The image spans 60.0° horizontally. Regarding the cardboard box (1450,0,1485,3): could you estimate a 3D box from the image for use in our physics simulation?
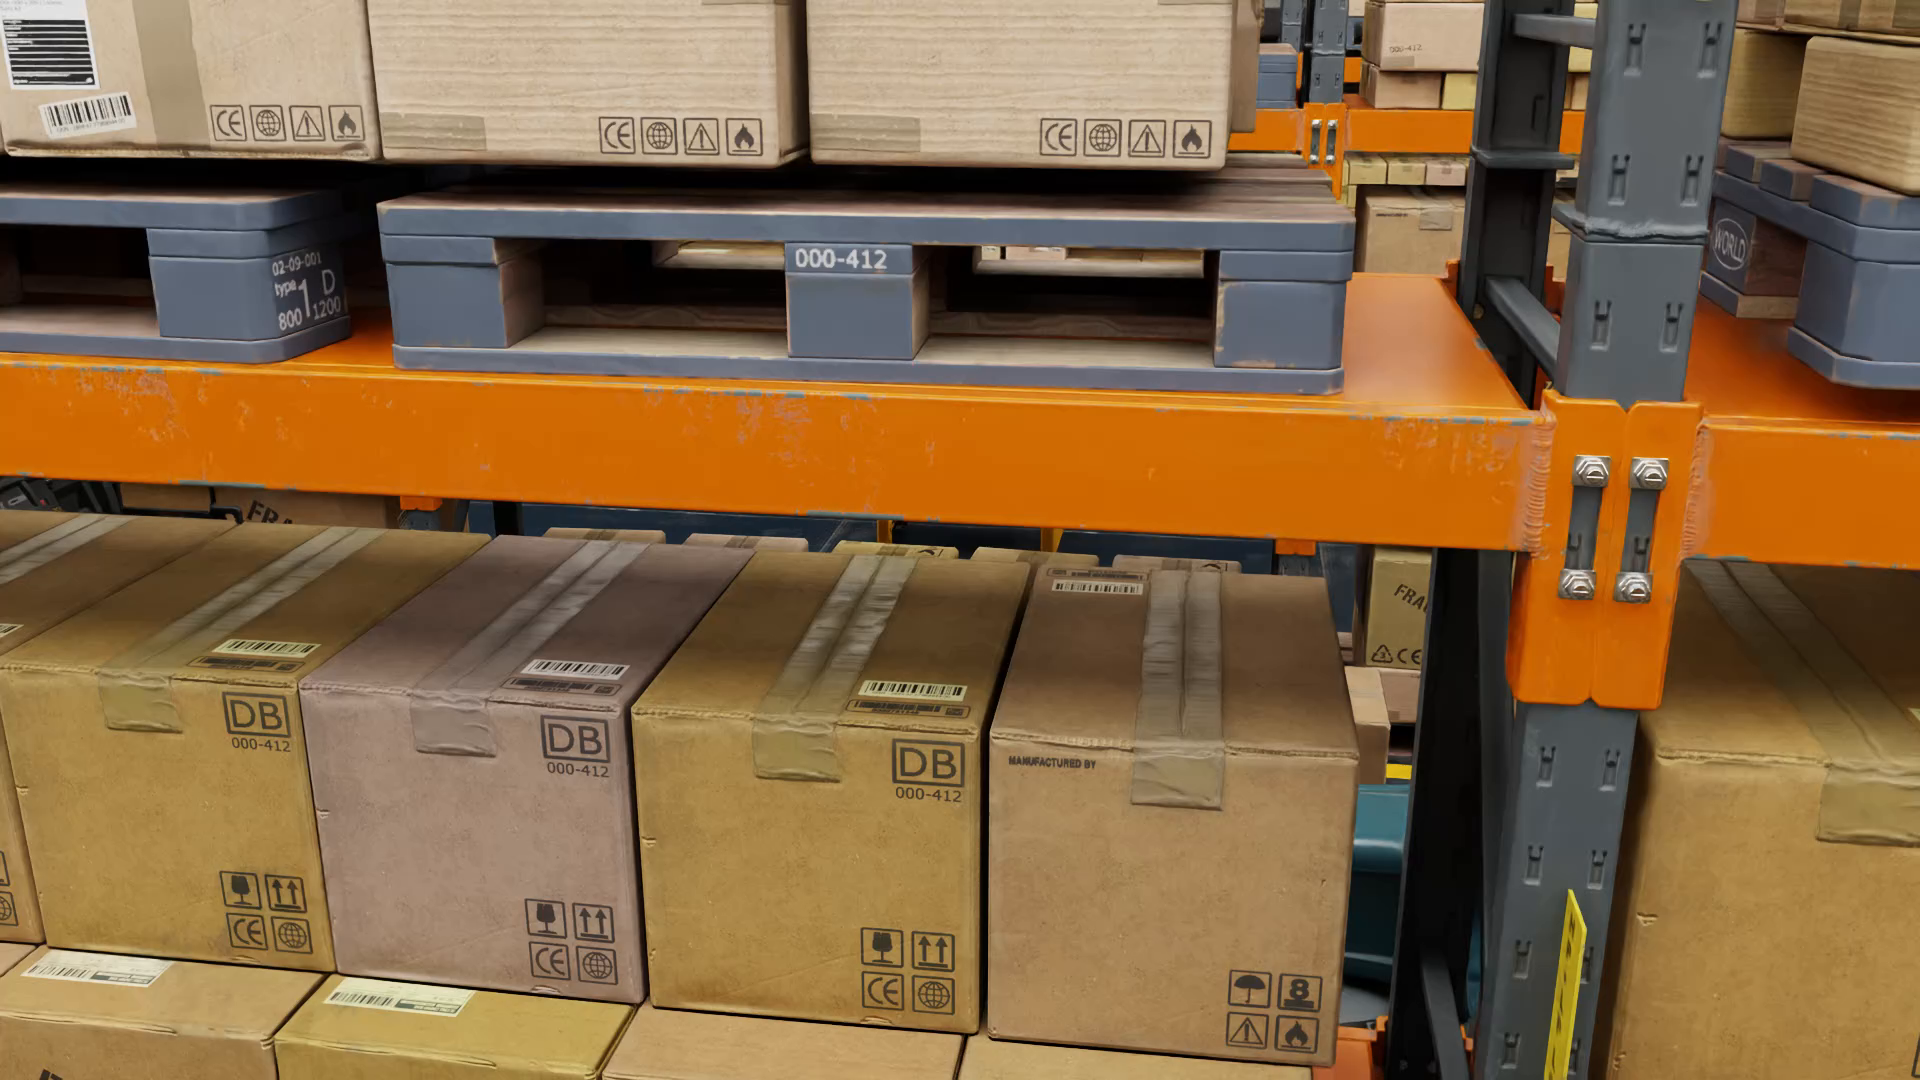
[{"bbox_3d":[2.034,-2.172,6.480,0.250,0.149,0.380,3,19,10],"label":"cardboard box"}]

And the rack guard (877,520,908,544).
[{"bbox_3d":[-0.416,-0.140,10.327,0.087,0.250,0.587,3,19,9],"label":"rack guard"}]

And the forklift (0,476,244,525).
[{"bbox_3d":[-3.169,-0.087,5.943,3.031,2.935,1.130,3,19,9],"label":"forklift"}]

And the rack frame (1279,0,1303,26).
[{"bbox_3d":[2.297,-5.013,11.104,0.127,3.000,1.000,3,19,9],"label":"rack frame"}]

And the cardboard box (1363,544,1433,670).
[{"bbox_3d":[2.053,0.251,7.317,0.500,0.500,0.500,4,19,11],"label":"cardboard box"}]

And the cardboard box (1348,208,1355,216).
[{"bbox_3d":[2.694,-2.111,11.728,0.500,0.500,0.500,2,19,7],"label":"cardboard box"}]

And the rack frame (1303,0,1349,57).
[{"bbox_3d":[1.513,-3.458,6.455,0.127,3.000,1.000,3,19,9],"label":"rack frame"}]

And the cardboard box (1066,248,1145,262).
[{"bbox_3d":[0.531,-0.976,7.206,0.500,0.500,0.500,3,19,9],"label":"cardboard box"}]

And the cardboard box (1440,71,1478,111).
[{"bbox_3d":[2.031,-1.792,6.601,0.250,0.149,0.380,3,19,9],"label":"cardboard box"}]

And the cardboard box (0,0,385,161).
[{"bbox_3d":[-0.938,-0.703,2.271,0.500,0.311,0.500,2,19,7],"label":"cardboard box"}]

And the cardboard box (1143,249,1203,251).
[{"bbox_3d":[1.096,-1.114,7.617,0.500,0.500,0.500,3,19,10],"label":"cardboard box"}]

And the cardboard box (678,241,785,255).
[{"bbox_3d":[-0.987,-1.058,7.450,0.500,0.500,0.500,3,19,10],"label":"cardboard box"}]

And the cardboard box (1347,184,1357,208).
[{"bbox_3d":[2.826,-2.412,11.605,0.250,0.149,0.380,3,19,10],"label":"cardboard box"}]

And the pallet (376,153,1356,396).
[{"bbox_3d":[-0.085,-0.419,2.404,1.217,0.209,0.805,2,19,6],"label":"pallet"}]

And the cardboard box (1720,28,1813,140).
[{"bbox_3d":[1.238,-0.689,2.483,0.250,0.149,0.380,3,19,8],"label":"cardboard box"}]

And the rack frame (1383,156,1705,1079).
[{"bbox_3d":[0.828,0.943,2.757,0.127,3.000,1.000,3,19,9],"label":"rack frame"}]

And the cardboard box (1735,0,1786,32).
[{"bbox_3d":[1.355,-0.852,2.342,0.500,0.250,0.500,3,19,8],"label":"cardboard box"}]

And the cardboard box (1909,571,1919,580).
[{"bbox_3d":[1.748,0.380,2.501,0.550,0.550,0.875,3,19,9],"label":"cardboard box"}]

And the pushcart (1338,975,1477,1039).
[{"bbox_3d":[1.201,1.347,5.681,0.936,0.377,1.648,-3,19,-10],"label":"pushcart"}]

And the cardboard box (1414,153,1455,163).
[{"bbox_3d":[3.422,-2.715,12.042,0.250,0.149,0.380,3,19,8],"label":"cardboard box"}]

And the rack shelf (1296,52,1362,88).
[{"bbox_3d":[4.272,-3.149,11.393,4.000,0.370,1.077,3,19,9],"label":"rack shelf"}]

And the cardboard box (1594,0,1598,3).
[{"bbox_3d":[2.548,-2.135,6.367,0.250,0.149,0.380,3,19,8],"label":"cardboard box"}]

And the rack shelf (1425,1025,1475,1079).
[{"bbox_3d":[2.803,1.385,2.571,4.000,0.370,1.077,3,19,9],"label":"rack shelf"}]

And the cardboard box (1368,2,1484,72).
[{"bbox_3d":[1.904,-1.997,6.586,0.500,0.250,0.500,3,19,7],"label":"cardboard box"}]

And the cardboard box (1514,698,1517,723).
[{"bbox_3d":[2.582,0.630,7.366,0.500,0.250,0.500,4,19,12],"label":"cardboard box"}]

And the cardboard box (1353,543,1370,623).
[{"bbox_3d":[2.140,0.082,7.820,0.500,0.500,0.500,3,19,8],"label":"cardboard box"}]

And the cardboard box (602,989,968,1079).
[{"bbox_3d":[-0.229,0.928,2.646,0.500,0.500,0.500,3,19,8],"label":"cardboard box"}]

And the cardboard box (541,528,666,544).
[{"bbox_3d":[-1.880,0.264,8.265,0.625,0.372,0.950,2,19,5],"label":"cardboard box"}]

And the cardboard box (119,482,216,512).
[{"bbox_3d":[-3.985,-0.113,8.599,0.875,0.875,0.875,3,19,9],"label":"cardboard box"}]

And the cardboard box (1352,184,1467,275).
[{"bbox_3d":[1.913,-1.185,6.916,0.500,0.500,0.700,3,19,8],"label":"cardboard box"}]

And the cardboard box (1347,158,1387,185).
[{"bbox_3d":[2.840,-2.576,11.626,0.250,0.149,0.380,3,19,9],"label":"cardboard box"}]

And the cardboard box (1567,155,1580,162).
[{"bbox_3d":[4.426,-2.633,11.798,0.250,0.149,0.380,3,19,9],"label":"cardboard box"}]

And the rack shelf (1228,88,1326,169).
[{"bbox_3d":[-0.461,-1.795,7.346,4.000,0.370,1.077,3,19,9],"label":"rack shelf"}]

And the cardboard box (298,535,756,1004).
[{"bbox_3d":[-0.670,0.347,2.804,0.500,0.500,0.700,3,19,9],"label":"cardboard box"}]

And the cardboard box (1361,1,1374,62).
[{"bbox_3d":[1.994,-2.167,7.094,0.500,0.250,0.500,3,19,8],"label":"cardboard box"}]

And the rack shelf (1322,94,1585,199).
[{"bbox_3d":[3.488,-1.594,6.745,4.000,0.370,1.077,3,19,9],"label":"rack shelf"}]

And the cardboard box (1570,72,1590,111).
[{"bbox_3d":[2.535,-1.790,6.594,0.250,0.149,0.380,3,19,10],"label":"cardboard box"}]

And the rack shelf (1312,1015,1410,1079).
[{"bbox_3d":[-1.147,1.184,3.172,4.000,0.370,1.077,3,19,9],"label":"rack shelf"}]

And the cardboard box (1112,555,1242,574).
[{"bbox_3d":[0.995,0.409,7.834,0.625,0.372,0.950,3,19,9],"label":"cardboard box"}]

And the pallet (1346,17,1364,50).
[{"bbox_3d":[3.143,-3.514,11.490,1.213,0.211,1.003,3,19,9],"label":"pallet"}]

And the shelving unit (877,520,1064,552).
[{"bbox_3d":[0.075,-0.707,10.054,1.083,1.500,0.587,3,19,9],"label":"shelving unit"}]

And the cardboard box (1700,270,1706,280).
[{"bbox_3d":[2.906,-1.119,6.718,0.500,0.500,0.700,3,19,7],"label":"cardboard box"}]

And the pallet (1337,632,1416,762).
[{"bbox_3d":[2.182,0.732,7.782,1.213,0.211,1.003,3,19,9],"label":"pallet"}]

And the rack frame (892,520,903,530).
[{"bbox_3d":[-0.418,-0.733,10.129,0.032,1.500,0.500,3,19,9],"label":"rack frame"}]

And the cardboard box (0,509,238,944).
[{"bbox_3d":[-1.673,0.296,2.958,0.500,0.500,0.700,3,19,8],"label":"cardboard box"}]

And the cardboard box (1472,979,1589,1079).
[{"bbox_3d":[1.194,0.887,2.689,0.550,0.550,0.875,3,19,9],"label":"cardboard box"}]

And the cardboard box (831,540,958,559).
[{"bbox_3d":[-0.402,0.339,8.042,0.625,0.372,0.950,4,19,10],"label":"cardboard box"}]

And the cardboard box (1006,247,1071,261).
[{"bbox_3d":[0.339,-1.291,7.124,0.250,0.149,0.380,2,19,7],"label":"cardboard box"}]

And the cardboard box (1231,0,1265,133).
[{"bbox_3d":[0.271,-0.771,2.545,0.396,0.266,0.258,3,19,8],"label":"cardboard box"}]

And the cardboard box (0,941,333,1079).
[{"bbox_3d":[-1.229,0.877,2.796,0.500,0.500,0.500,3,19,8],"label":"cardboard box"}]

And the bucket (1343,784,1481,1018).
[{"bbox_3d":[1.328,1.059,5.174,0.620,0.611,0.726,-1,16,31],"label":"bucket"}]

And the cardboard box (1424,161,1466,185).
[{"bbox_3d":[3.328,-2.515,11.444,0.250,0.149,0.380,3,19,10],"label":"cardboard box"}]

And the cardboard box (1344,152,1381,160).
[{"bbox_3d":[2.901,-2.717,12.048,0.250,0.149,0.380,2,19,7],"label":"cardboard box"}]

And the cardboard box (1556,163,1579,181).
[{"bbox_3d":[4.098,-2.508,11.423,0.250,0.149,0.380,3,19,9],"label":"cardboard box"}]

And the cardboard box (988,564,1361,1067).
[{"bbox_3d":[0.337,0.398,2.652,0.500,0.500,0.700,3,19,8],"label":"cardboard box"}]
